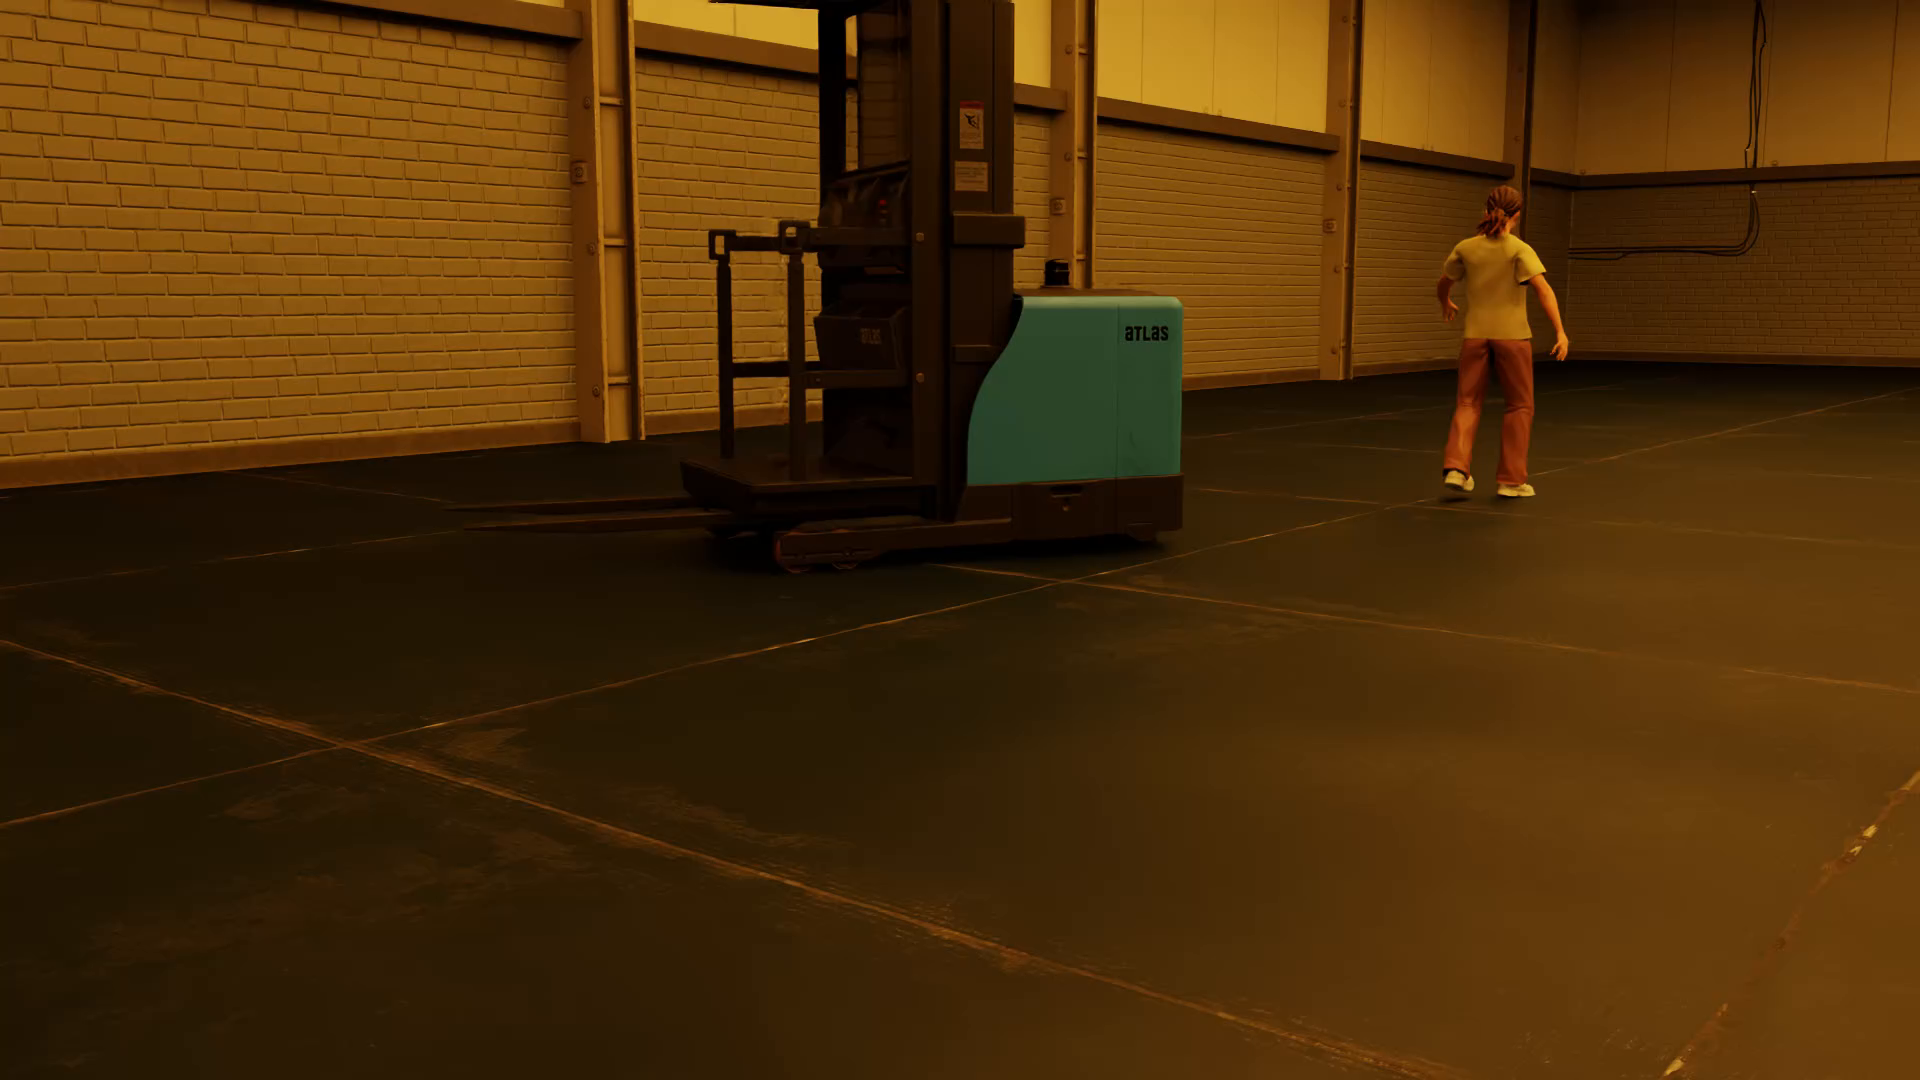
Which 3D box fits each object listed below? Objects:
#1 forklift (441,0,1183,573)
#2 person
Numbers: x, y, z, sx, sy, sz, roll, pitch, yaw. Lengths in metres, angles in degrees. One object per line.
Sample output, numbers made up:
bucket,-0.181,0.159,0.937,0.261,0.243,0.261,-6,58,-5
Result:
forklift,-0.591,-1.406,6.888,3.031,2.935,1.130,-4,9,-24
person,2.859,-1.040,8.836,0.837,1.659,0.700,6,10,37
